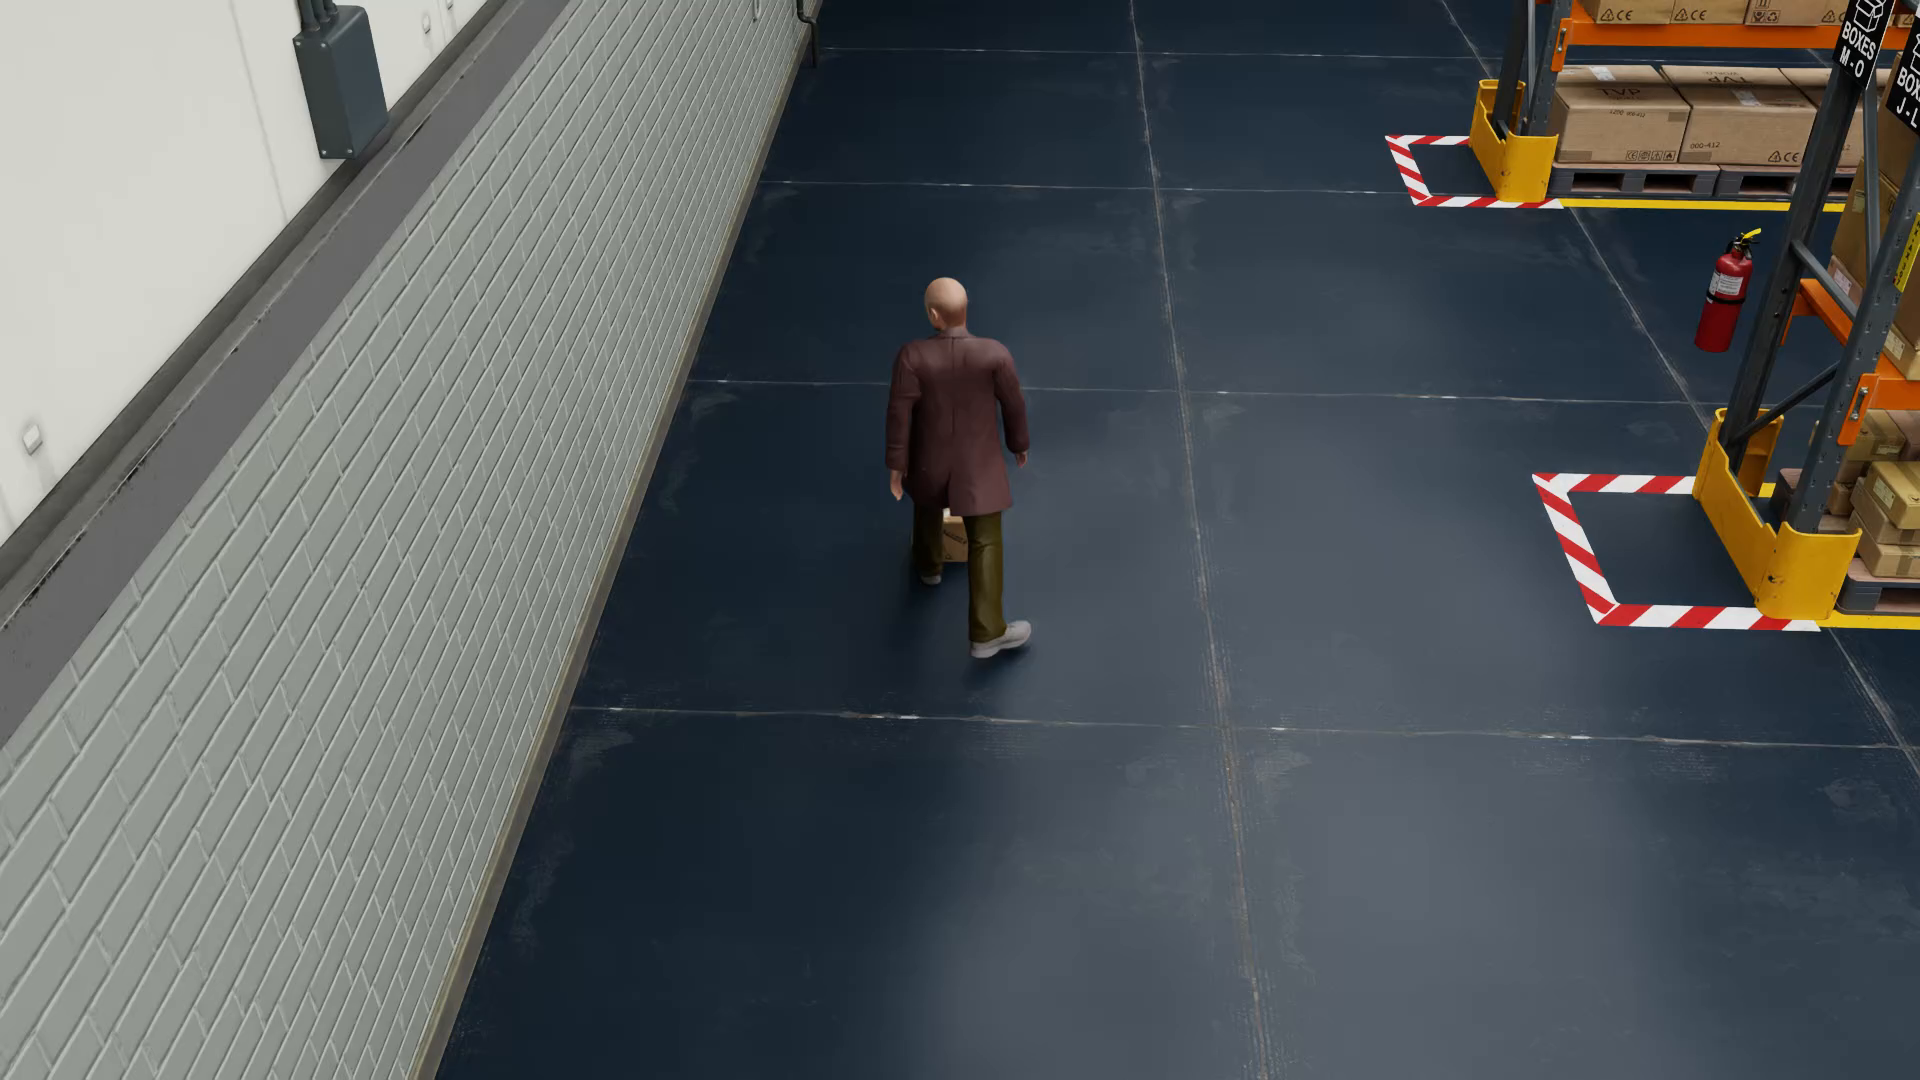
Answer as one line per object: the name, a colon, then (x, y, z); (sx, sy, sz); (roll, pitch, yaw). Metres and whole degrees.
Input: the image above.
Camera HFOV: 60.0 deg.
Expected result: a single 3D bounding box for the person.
person: (0.017, -0.382, 7.681); (0.704, 1.746, 1.003); (4, 35, 6)
